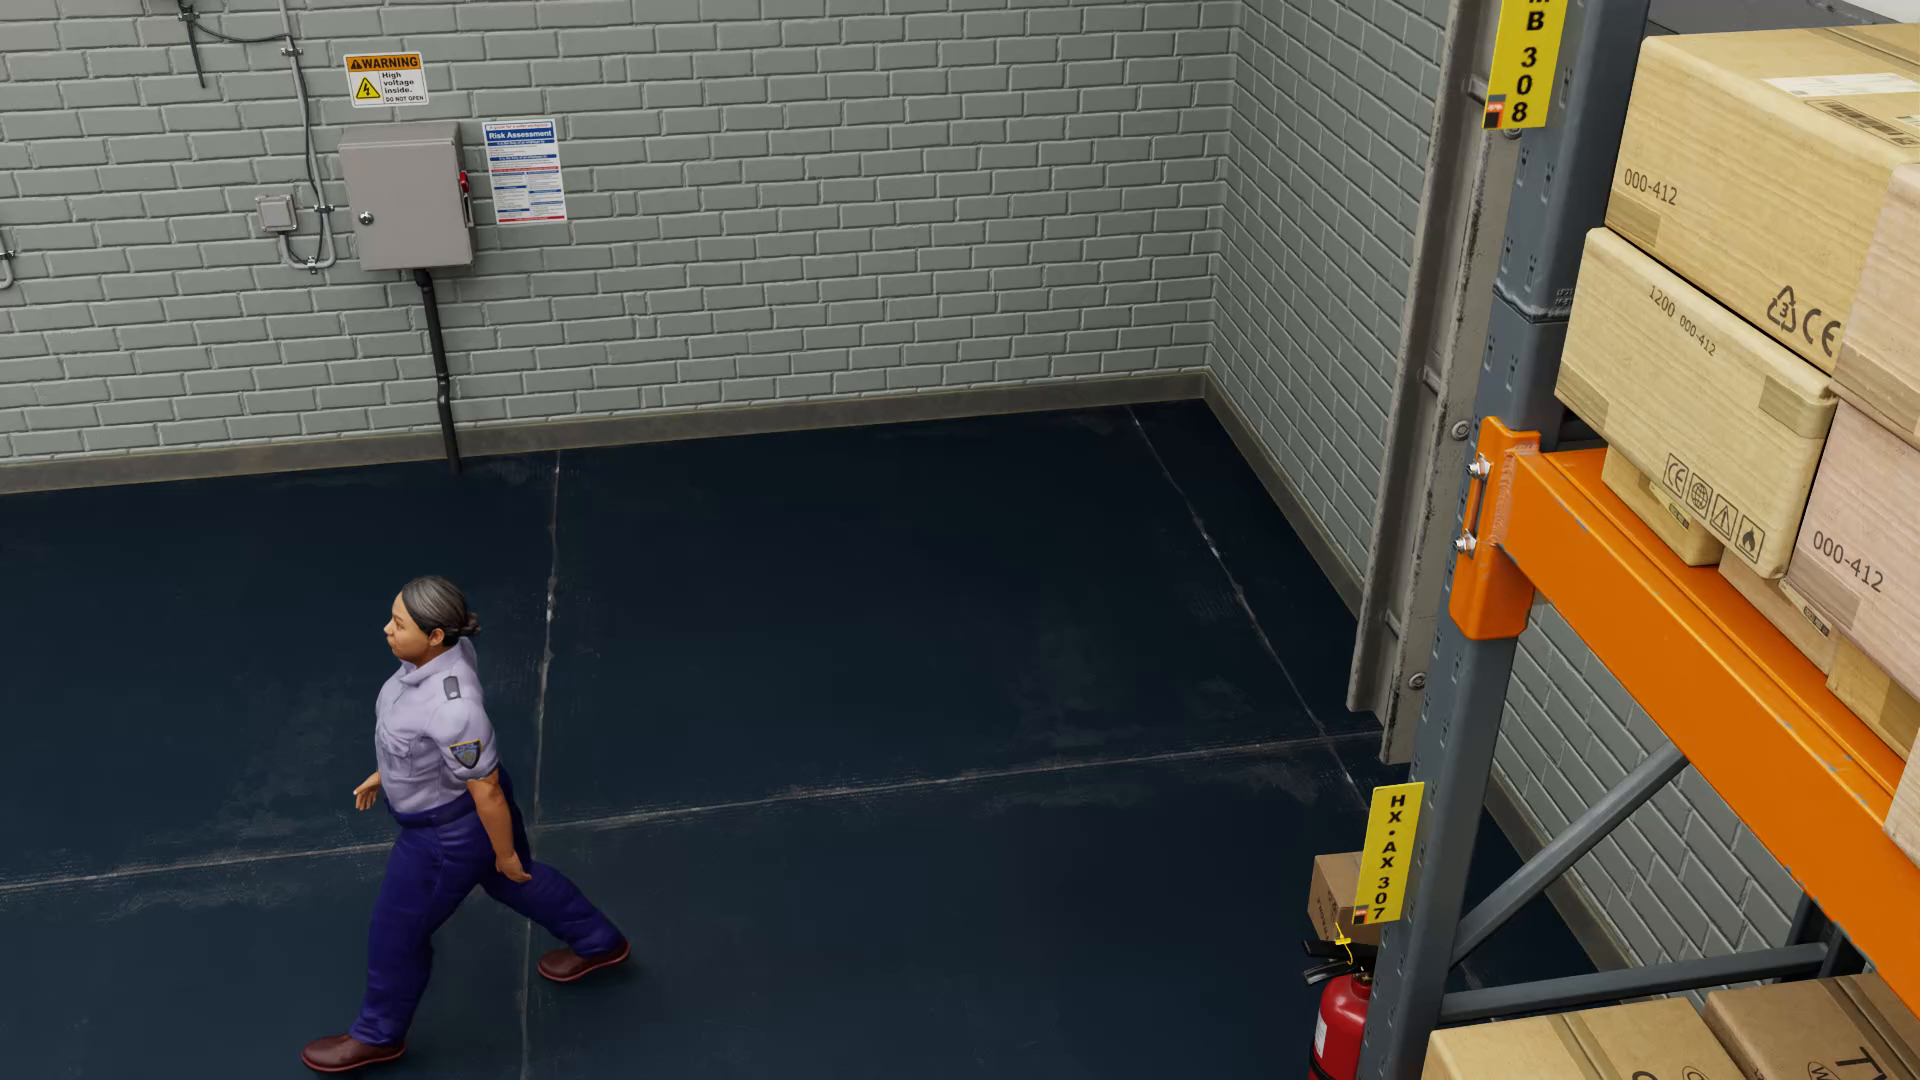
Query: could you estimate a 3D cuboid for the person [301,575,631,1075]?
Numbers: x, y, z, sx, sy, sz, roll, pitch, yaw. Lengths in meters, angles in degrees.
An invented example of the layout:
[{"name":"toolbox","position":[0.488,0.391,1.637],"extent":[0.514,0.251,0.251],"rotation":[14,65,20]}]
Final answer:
[{"name":"person","position":[-1.524,0.791,4.819],"extent":[0.996,1.588,0.478],"rotation":[-7,32,-12]}]
